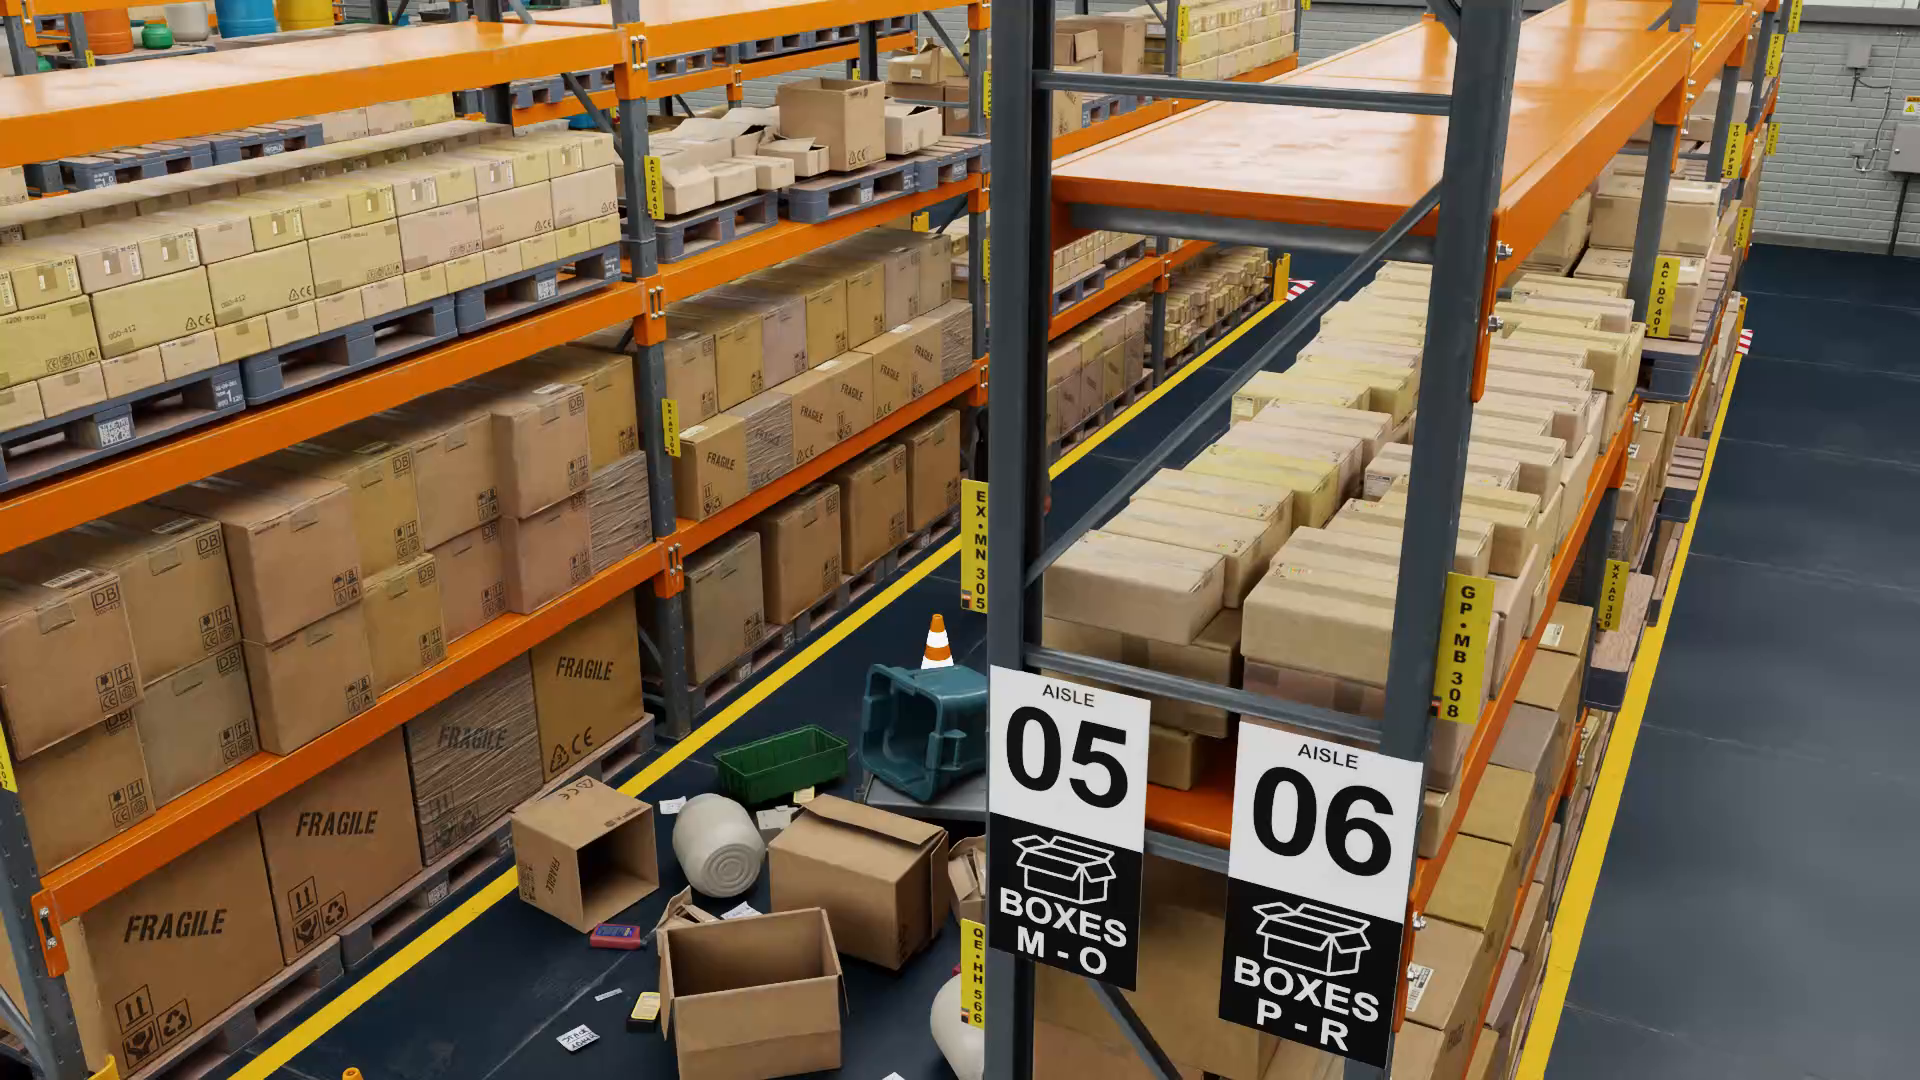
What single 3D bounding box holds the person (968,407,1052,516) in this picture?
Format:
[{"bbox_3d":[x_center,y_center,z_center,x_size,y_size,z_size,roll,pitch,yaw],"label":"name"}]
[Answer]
[{"bbox_3d":[0.331,-0.275,11.346,0.587,1.562,0.412,11,25,24],"label":"person"}]
